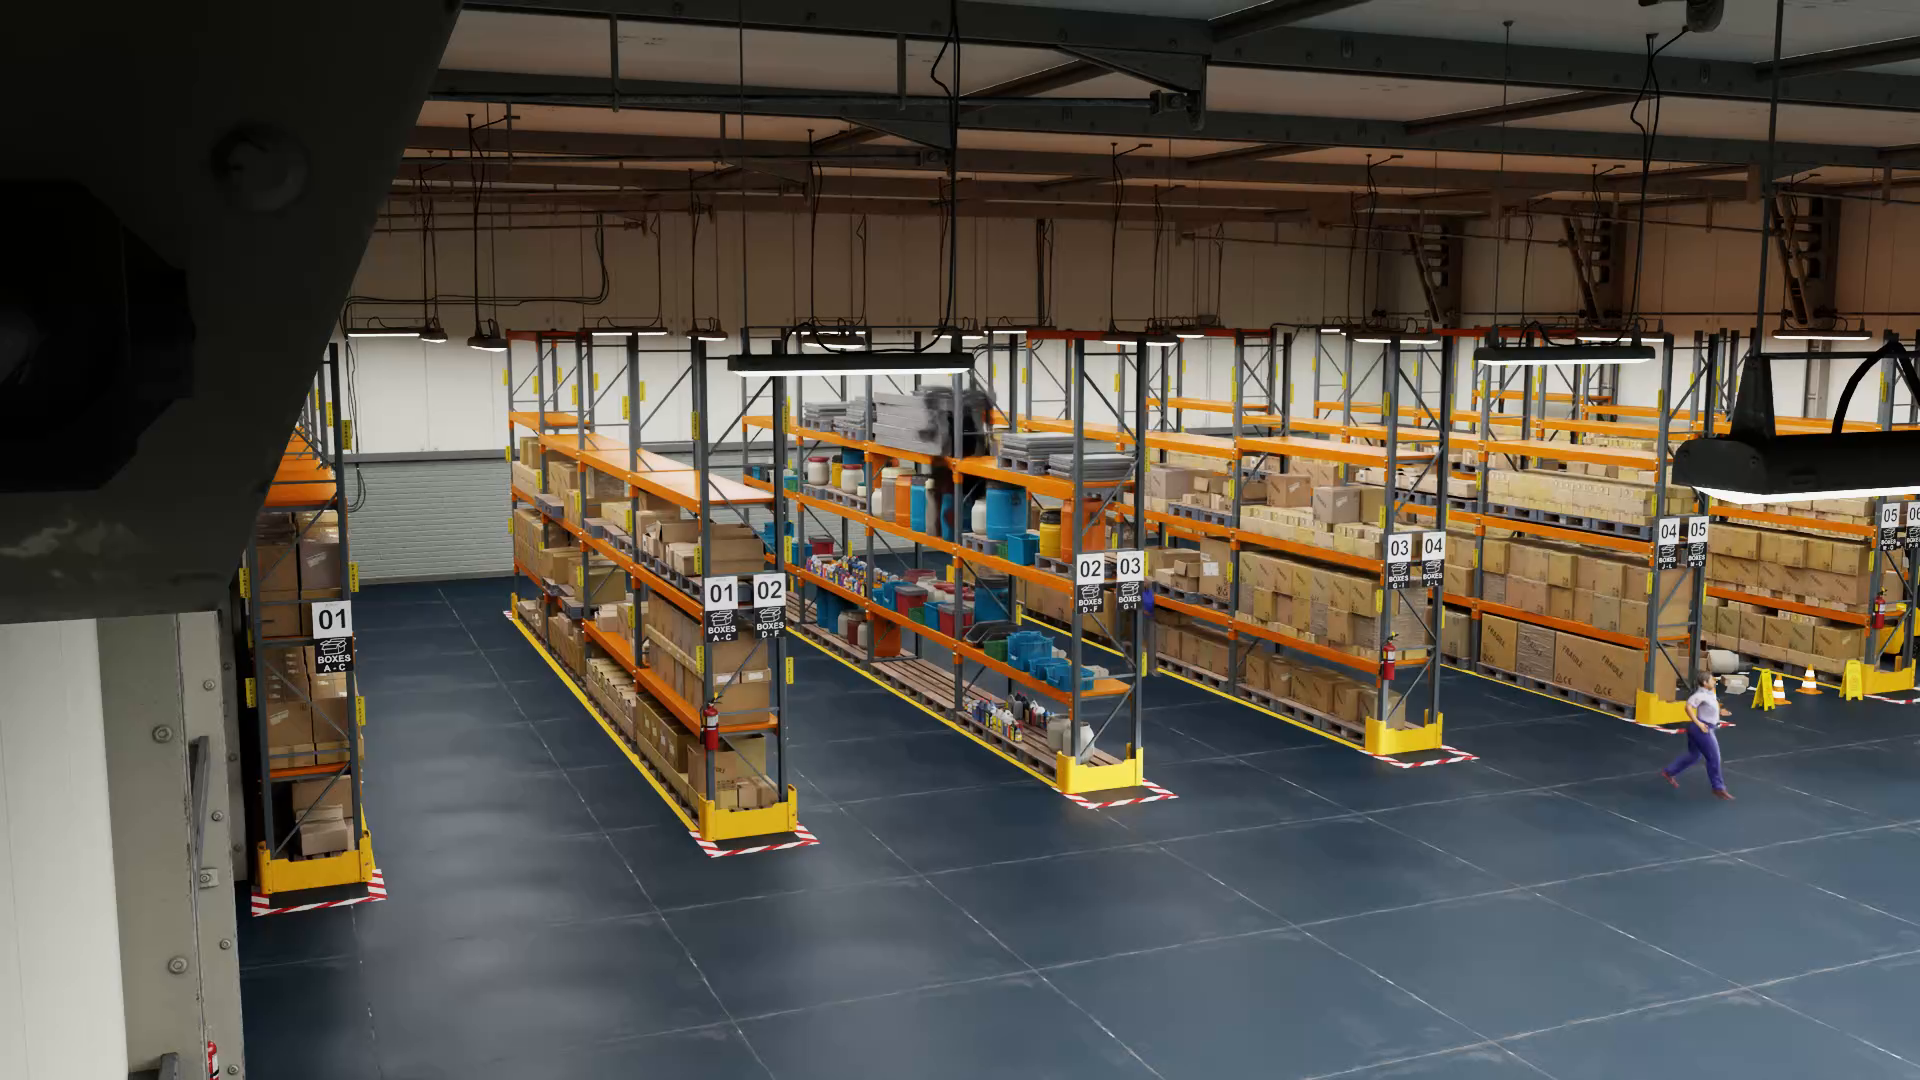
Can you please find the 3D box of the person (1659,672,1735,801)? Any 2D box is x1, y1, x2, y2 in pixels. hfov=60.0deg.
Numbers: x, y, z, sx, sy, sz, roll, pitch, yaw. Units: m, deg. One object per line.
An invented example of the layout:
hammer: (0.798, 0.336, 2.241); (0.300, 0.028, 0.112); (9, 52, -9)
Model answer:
person: (9.738, 2.551, 21.852); (0.904, 1.672, 0.604); (3, 8, 18)

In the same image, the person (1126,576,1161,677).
person: (3.091, 1.428, 27.898); (0.582, 1.680, 0.849); (-4, 9, -28)
